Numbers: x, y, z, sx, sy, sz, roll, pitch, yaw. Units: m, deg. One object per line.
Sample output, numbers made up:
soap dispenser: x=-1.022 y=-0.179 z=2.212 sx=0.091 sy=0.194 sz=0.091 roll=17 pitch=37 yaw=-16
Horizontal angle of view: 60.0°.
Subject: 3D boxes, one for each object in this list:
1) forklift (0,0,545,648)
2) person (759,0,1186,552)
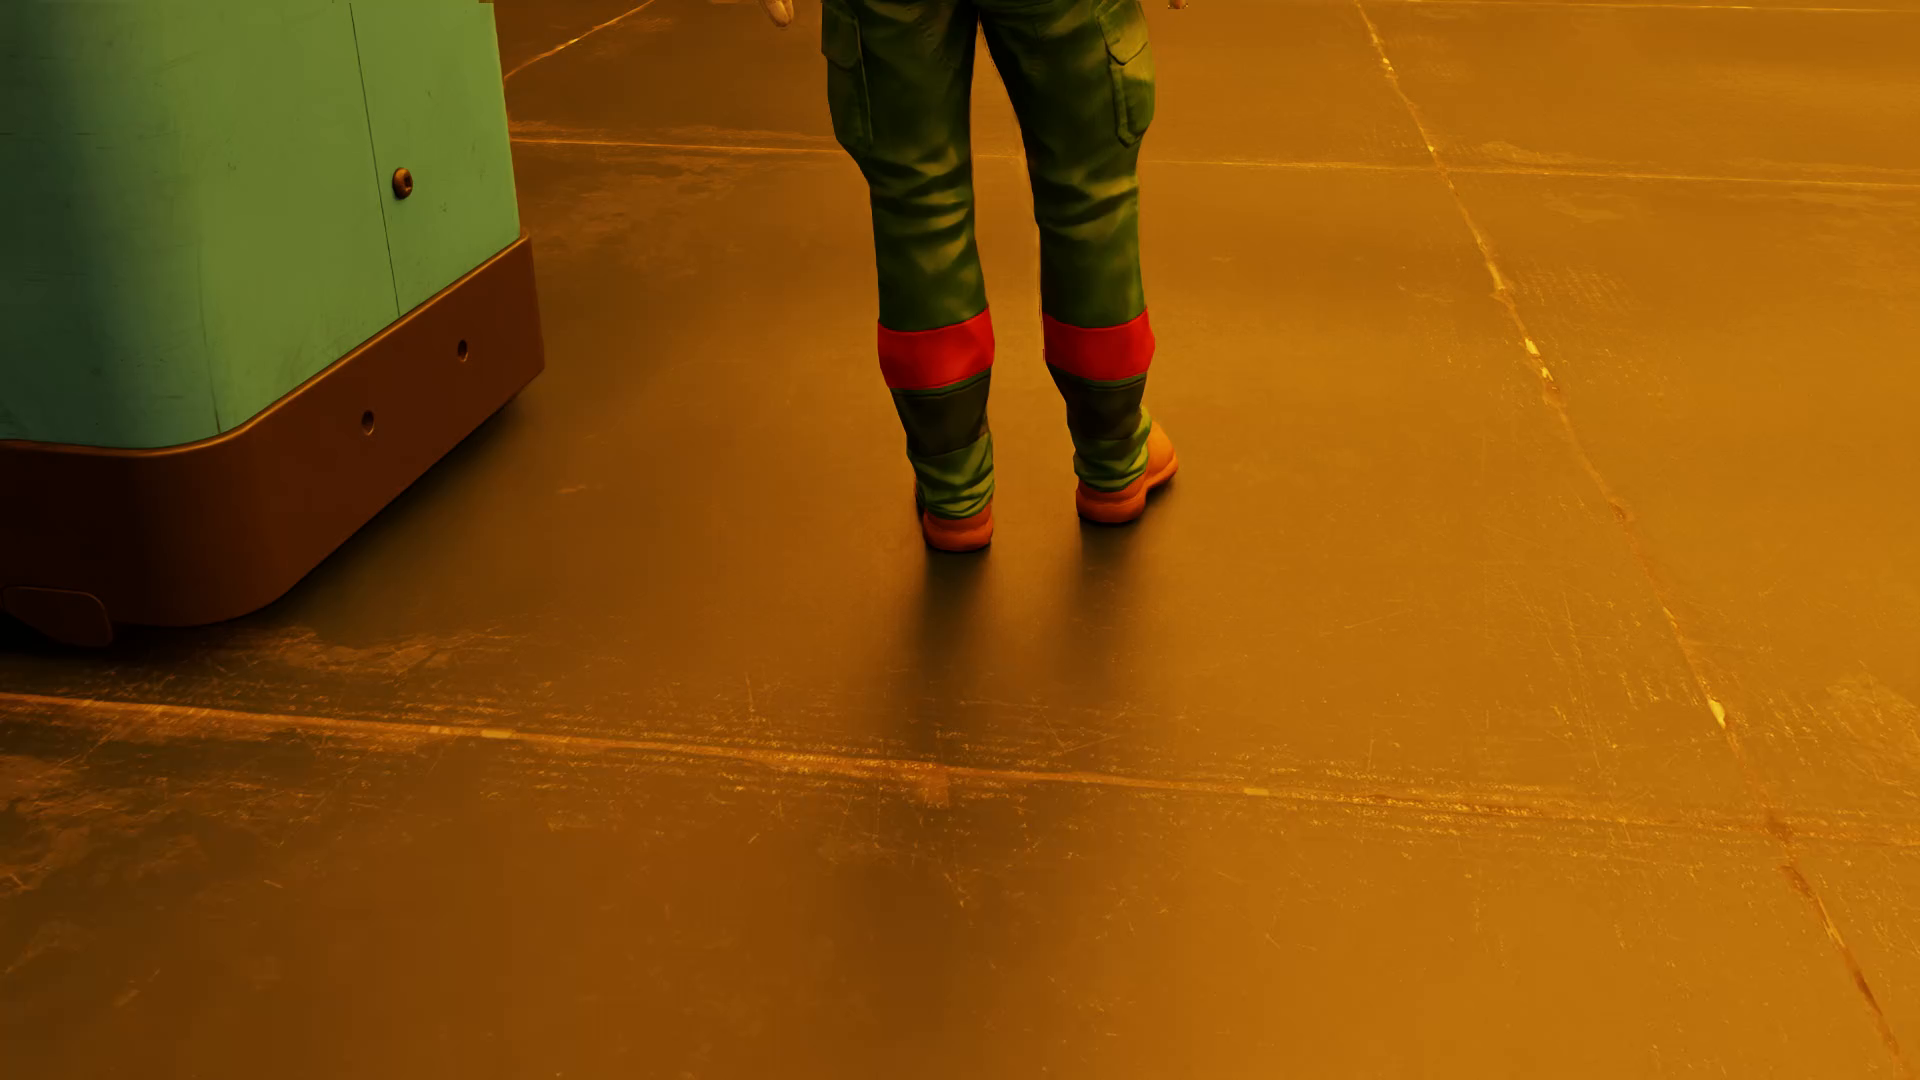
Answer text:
forklift: x=-2.304 y=-1.481 z=2.186 sx=3.031 sy=2.935 sz=1.130 roll=5 pitch=27 yaw=9
person: x=0.021 y=-0.845 z=2.177 sx=0.643 sy=1.789 sz=0.564 roll=5 pitch=27 yaw=9
